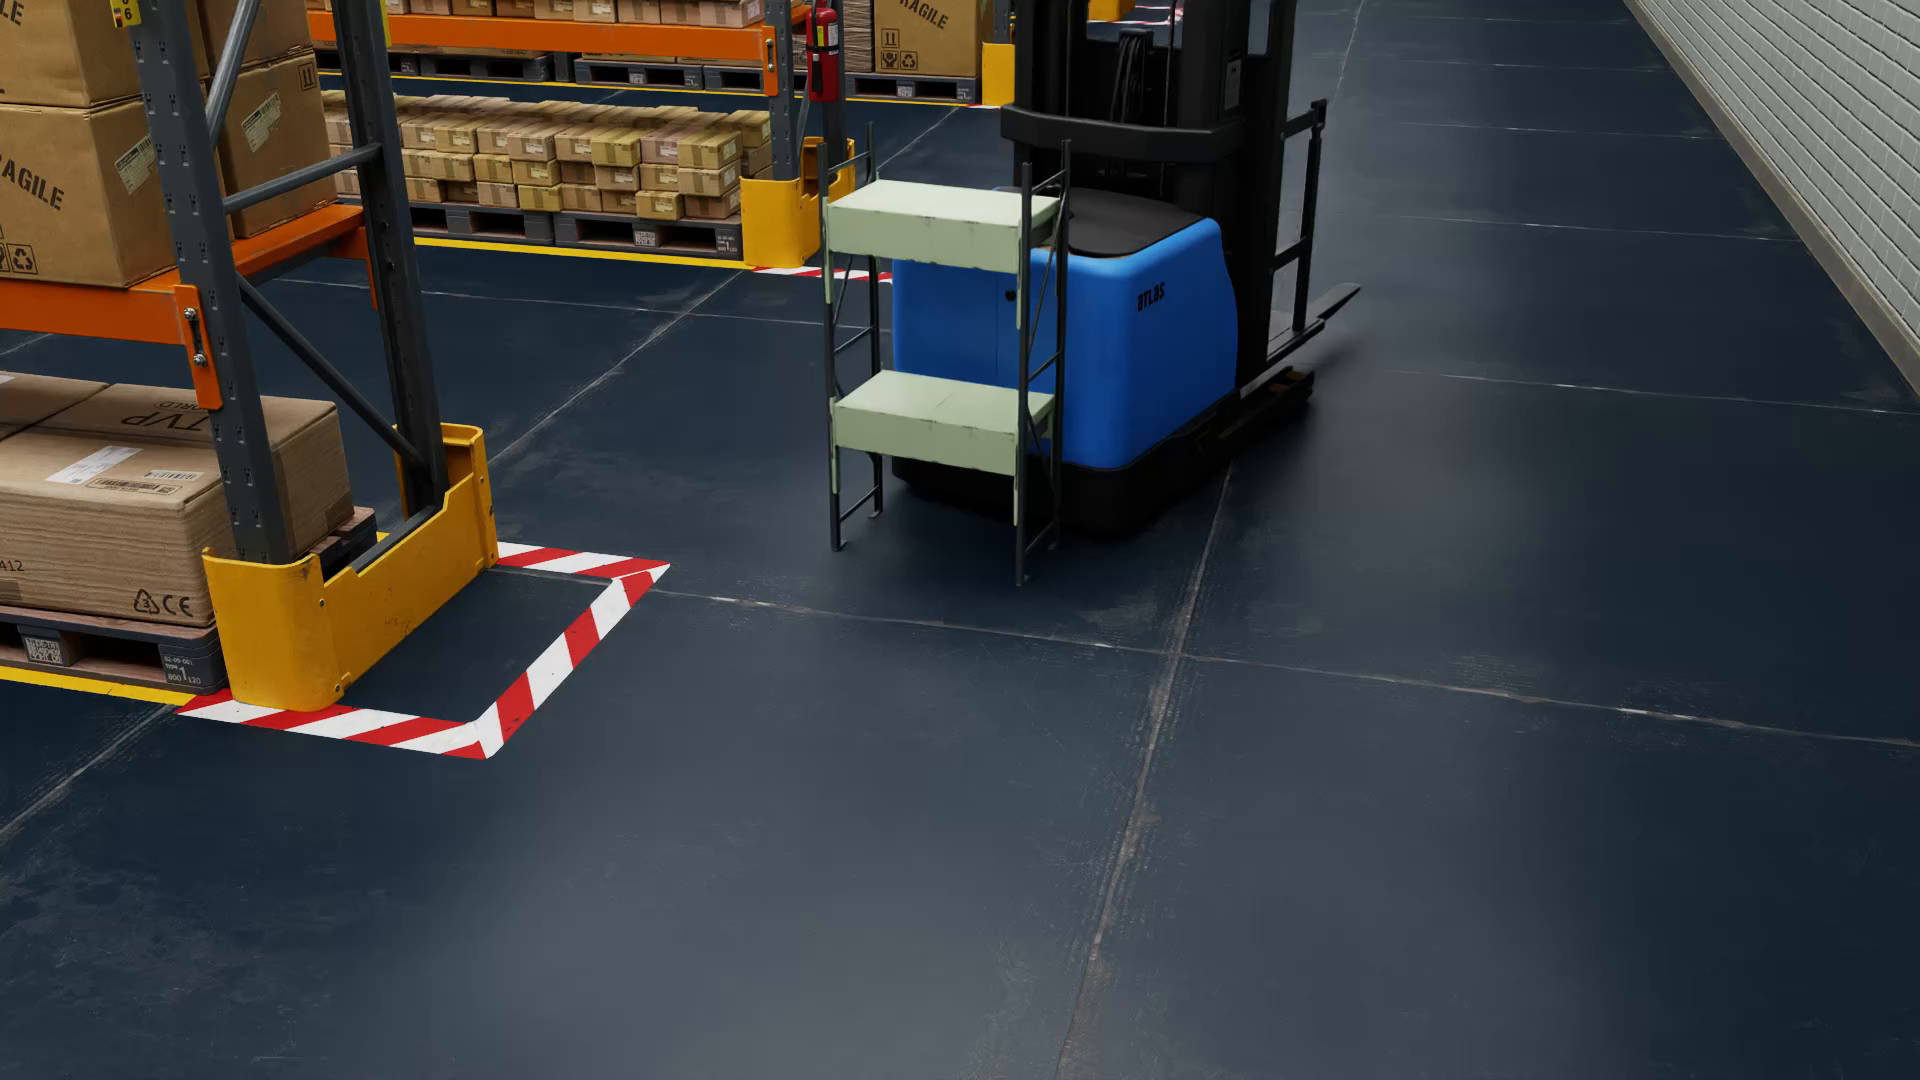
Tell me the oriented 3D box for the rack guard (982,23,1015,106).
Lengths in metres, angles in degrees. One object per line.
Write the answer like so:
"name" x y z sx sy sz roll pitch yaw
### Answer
"rack guard" 0.480 -4.074 14.226 0.348 0.500 1.175 6 26 13

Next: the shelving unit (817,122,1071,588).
"shelving unit" -0.051 -0.651 5.873 0.755 1.500 0.431 10 27 21

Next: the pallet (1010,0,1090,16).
"pallet" 0.901 -6.113 18.844 1.213 0.211 1.003 6 26 13

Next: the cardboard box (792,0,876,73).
"cardboard box" -1.065 -4.568 14.339 0.875 0.875 0.875 6 26 13

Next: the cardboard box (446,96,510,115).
"cardboard box" -3.060 -2.712 10.593 0.250 0.149 0.380 5 26 11

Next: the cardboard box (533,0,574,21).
"cardboard box" -2.242 -3.076 9.514 0.250 0.149 0.380 5 26 11

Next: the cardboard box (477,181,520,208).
"cardboard box" -2.712 -2.133 10.068 0.250 0.149 0.380 7 26 14

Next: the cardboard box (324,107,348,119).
"cardboard box" -3.959 -2.567 10.288 0.250 0.149 0.380 6 26 12

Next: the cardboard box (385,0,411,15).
"cardboard box" -3.270 -3.179 9.730 0.250 0.149 0.380 7 26 15

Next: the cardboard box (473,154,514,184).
"cardboard box" -2.711 -2.266 10.002 0.250 0.149 0.380 8 27 16

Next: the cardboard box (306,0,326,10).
"cardboard box" -3.756 -3.265 9.910 0.250 0.149 0.380 5 26 11

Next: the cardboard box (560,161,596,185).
"cardboard box" -2.197 -2.252 9.973 0.250 0.149 0.380 6 26 12

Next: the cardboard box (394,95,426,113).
"cardboard box" -3.609 -2.726 10.623 0.250 0.149 0.380 7 26 15

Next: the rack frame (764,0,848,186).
"rack frame" -0.877 -3.151 9.380 0.127 3.000 1.000 6 26 13

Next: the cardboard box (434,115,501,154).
"cardboard box" -2.962 -2.450 10.042 0.250 0.149 0.380 6 26 13

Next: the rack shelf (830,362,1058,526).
"rack shelf" -0.051 -0.357 6.013 0.720 0.370 0.431 10 27 21

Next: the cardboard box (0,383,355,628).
"cardboard box" -2.676 -0.142 5.550 0.875 0.438 0.875 5 26 11

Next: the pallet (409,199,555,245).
"pallet" -2.906 -2.134 10.486 1.213 0.211 1.003 6 26 13

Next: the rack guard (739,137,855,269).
"rack guard" -0.950 -2.031 9.934 0.348 0.500 1.175 6 26 13

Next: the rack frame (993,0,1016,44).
"rack frame" 0.456 -5.205 13.694 0.127 3.000 1.000 6 26 13

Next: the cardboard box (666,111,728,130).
"cardboard box" -1.597 -2.499 10.146 0.250 0.149 0.380 7 26 14

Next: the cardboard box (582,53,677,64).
"cardboard box" -2.798 -4.760 14.742 0.875 0.875 0.875 6 26 13

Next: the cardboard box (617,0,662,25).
"cardboard box" -1.741 -3.018 9.392 0.250 0.149 0.380 6 26 12

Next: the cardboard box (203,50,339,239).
"cardboard box" -2.405 -1.296 5.366 0.500 0.500 0.500 6 26 13

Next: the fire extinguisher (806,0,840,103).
"fire extinguisher" -0.748 -2.729 9.016 0.183 0.674 0.296 6 26 13

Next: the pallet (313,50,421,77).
"pallet" -5.369 -4.556 15.573 1.213 0.211 1.003 6 26 13

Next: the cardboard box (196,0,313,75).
"cardboard box" -2.406 -1.746 5.149 0.500 0.500 0.500 6 26 12

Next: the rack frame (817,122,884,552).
"rack frame" -0.387 -0.713 6.003 0.023 1.500 0.400 10 27 21

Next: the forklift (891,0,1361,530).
"forklift" 0.942 -1.948 6.932 1.130 2.935 3.031 15 29 29

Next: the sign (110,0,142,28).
"sign" -2.160 -1.485 4.257 0.005 0.325 0.100 6 26 13

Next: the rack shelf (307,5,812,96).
"rack shelf" -2.814 -3.041 9.984 4.000 0.370 1.077 6 26 13

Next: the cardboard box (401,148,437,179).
"cardboard box" -3.217 -2.321 10.117 0.250 0.149 0.380 6 26 13

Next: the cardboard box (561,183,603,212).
"cardboard box" -2.190 -2.094 9.987 0.250 0.149 0.380 7 26 14

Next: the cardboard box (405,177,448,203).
"cardboard box" -3.211 -2.187 10.183 0.250 0.149 0.380 6 26 12

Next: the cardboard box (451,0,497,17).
"cardboard box" -2.750 -3.151 9.672 0.250 0.149 0.380 7 26 14

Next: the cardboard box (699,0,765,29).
"cardboard box" -1.263 -2.955 9.260 0.250 0.149 0.380 6 26 13

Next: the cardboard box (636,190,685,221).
"cardboard box" -1.713 -2.009 9.808 0.250 0.149 0.380 7 26 15

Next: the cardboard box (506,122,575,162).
"cardboard box" -2.473 -2.359 9.851 0.250 0.149 0.380 7 26 15

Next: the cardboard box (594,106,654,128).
"cardboard box" -2.069 -2.572 10.298 0.250 0.149 0.380 5 26 10

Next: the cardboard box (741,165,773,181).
"cardboard box" -1.304 -2.243 10.300 0.250 0.149 0.380 7 26 14

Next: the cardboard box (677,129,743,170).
"cardboard box" -1.453 -2.274 9.672 0.250 0.149 0.380 7 26 14

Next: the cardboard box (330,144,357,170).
"cardboard box" -3.706 -2.413 10.312 0.250 0.149 0.380 5 26 10

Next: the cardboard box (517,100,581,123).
"cardboard box" -2.579 -2.653 10.468 0.250 0.149 0.380 7 26 14

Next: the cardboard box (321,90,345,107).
"cardboard box" -4.084 -2.810 10.799 0.250 0.149 0.380 7 26 14

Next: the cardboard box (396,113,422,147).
"cardboard box" -3.475 -2.487 10.120 0.250 0.149 0.380 7 26 14

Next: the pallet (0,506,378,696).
"pallet" -2.806 0.126 5.739 1.213 0.211 1.003 6 26 13

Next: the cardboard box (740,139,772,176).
"cardboard box" -1.320 -2.351 10.181 0.250 0.149 0.380 7 26 15

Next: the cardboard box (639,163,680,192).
"cardboard box" -1.699 -2.176 9.813 0.250 0.149 0.380 6 26 12

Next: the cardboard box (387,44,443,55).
"cardboard box" -4.908 -5.019 15.287 0.875 0.875 1.225 5 26 11

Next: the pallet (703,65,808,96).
"pallet" -1.515 -4.131 14.681 1.213 0.211 1.003 6 26 13

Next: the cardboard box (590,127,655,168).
"cardboard box" -1.964 -2.299 9.726 0.250 0.149 0.380 6 26 12
